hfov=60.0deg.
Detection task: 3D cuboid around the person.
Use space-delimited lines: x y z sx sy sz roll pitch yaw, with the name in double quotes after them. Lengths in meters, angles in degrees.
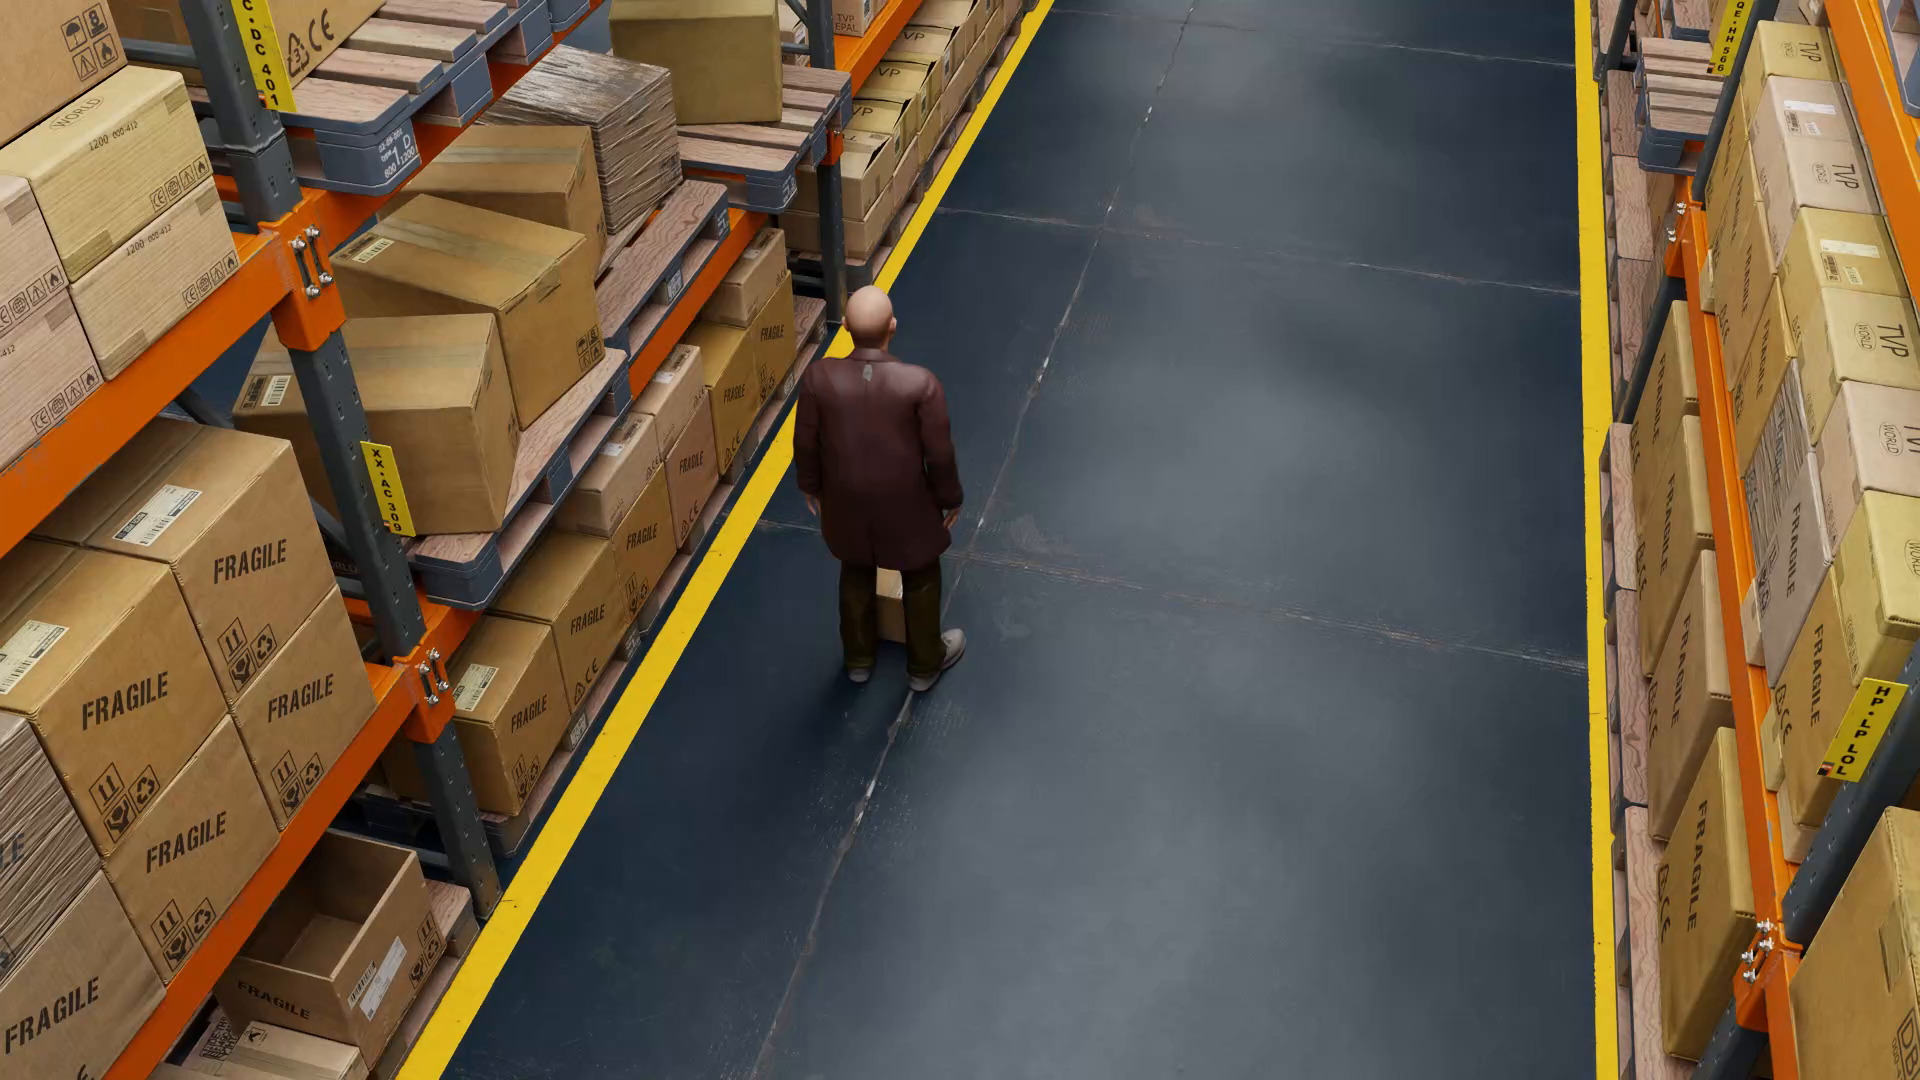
-0.308 -0.170 6.368 0.654 1.774 0.424 8 41 9 "person"
